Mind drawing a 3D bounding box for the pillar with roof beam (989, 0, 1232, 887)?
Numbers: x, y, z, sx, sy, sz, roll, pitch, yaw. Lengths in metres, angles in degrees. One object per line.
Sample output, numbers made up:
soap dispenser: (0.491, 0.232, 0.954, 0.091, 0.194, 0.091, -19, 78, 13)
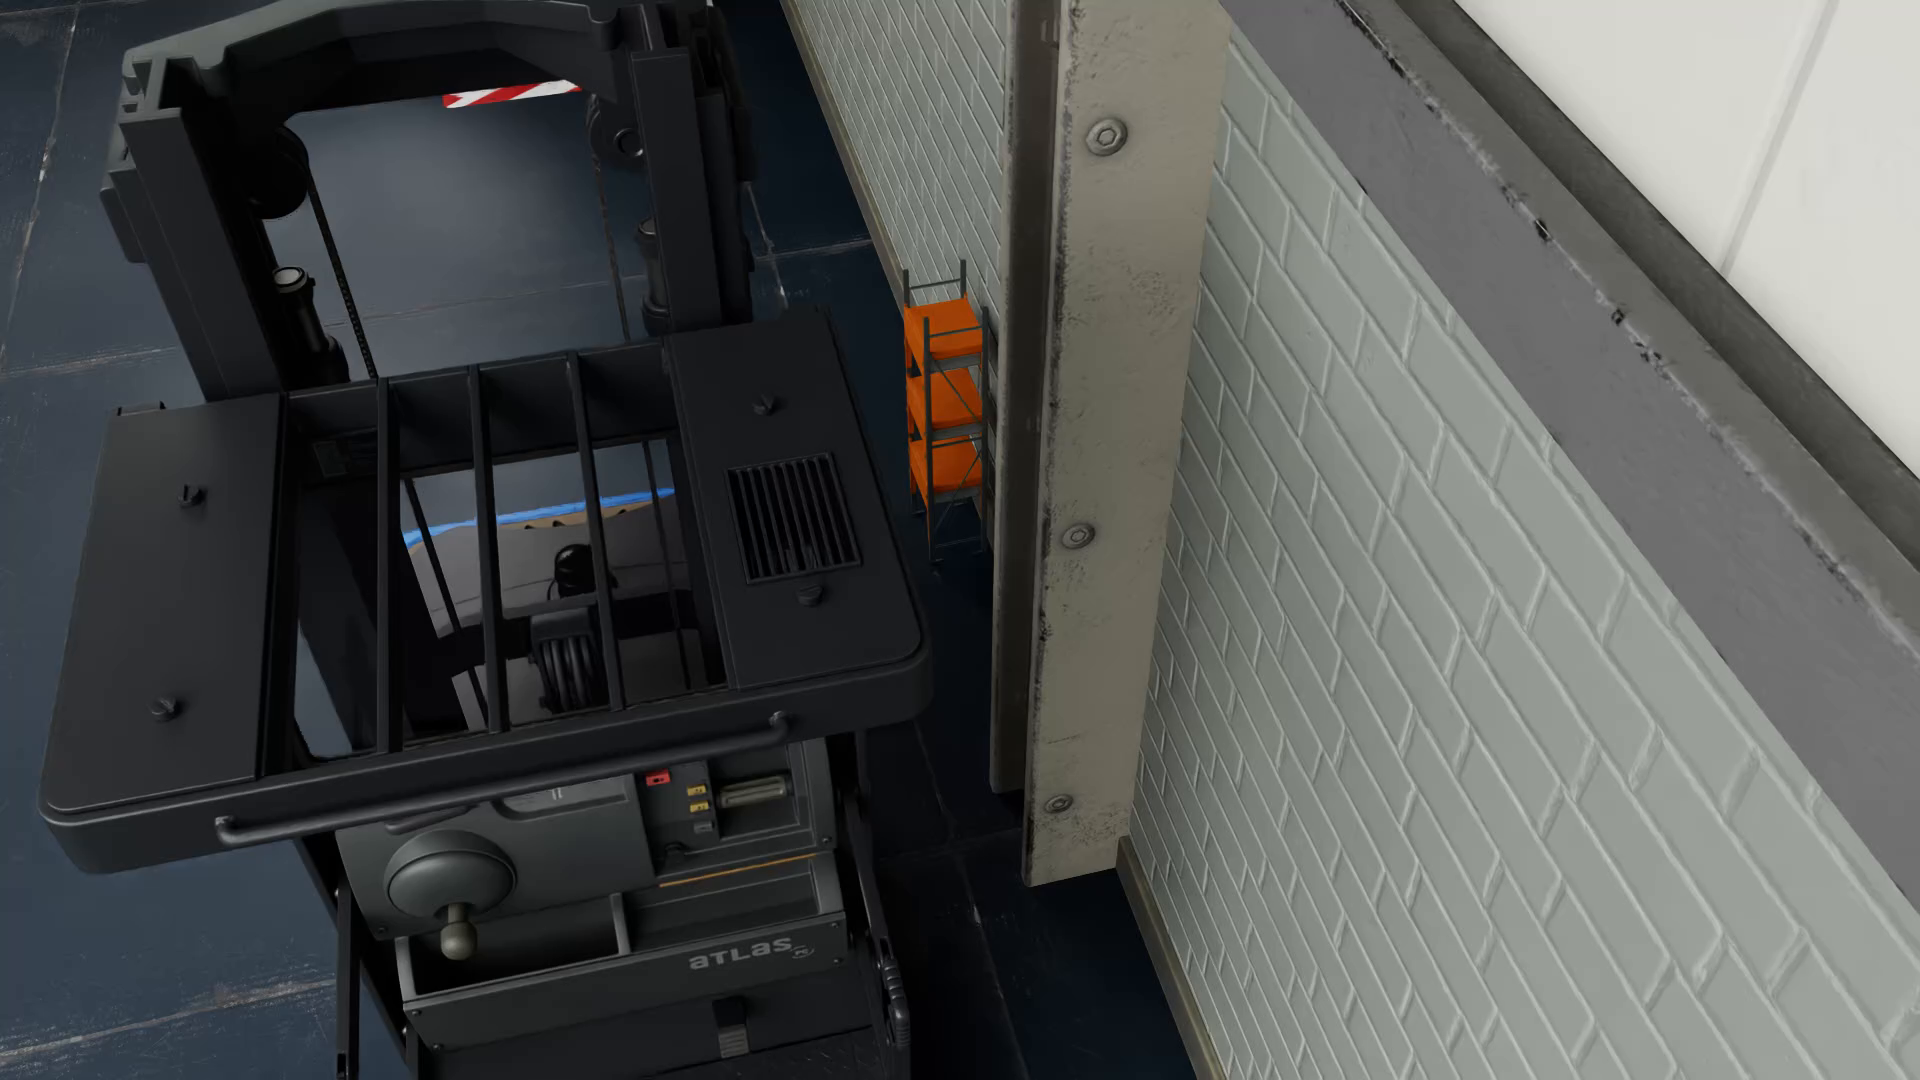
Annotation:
pillar with roof beam: (-3.875, -1.530, 0.949, 9.100, 9.000, 0.400, -11, 47, -10)

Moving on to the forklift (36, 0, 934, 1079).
forklift: (-0.662, 0.645, 3.066, 1.130, 2.935, 3.031, -10, 46, -10)

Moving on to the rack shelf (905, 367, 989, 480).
rack shelf: (-0.042, -0.386, 5.407, 0.215, 0.259, 0.240, -12, 47, -11)

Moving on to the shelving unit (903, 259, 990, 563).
shelving unit: (-0.042, -0.393, 5.399, 0.215, 1.050, 0.252, -12, 47, -11)

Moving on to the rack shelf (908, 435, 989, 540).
rack shelf: (-0.041, -0.192, 5.606, 0.215, 0.259, 0.240, -12, 47, -11)

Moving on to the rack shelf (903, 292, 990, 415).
rack shelf: (-0.044, -0.584, 5.204, 0.215, 0.259, 0.240, -12, 47, -11)

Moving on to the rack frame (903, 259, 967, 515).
rack frame: (-0.075, -0.477, 5.482, 0.200, 1.050, 0.008, -12, 47, -11)

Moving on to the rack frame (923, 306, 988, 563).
rack frame: (-0.009, -0.309, 5.317, 0.200, 1.050, 0.008, -12, 47, -11)
